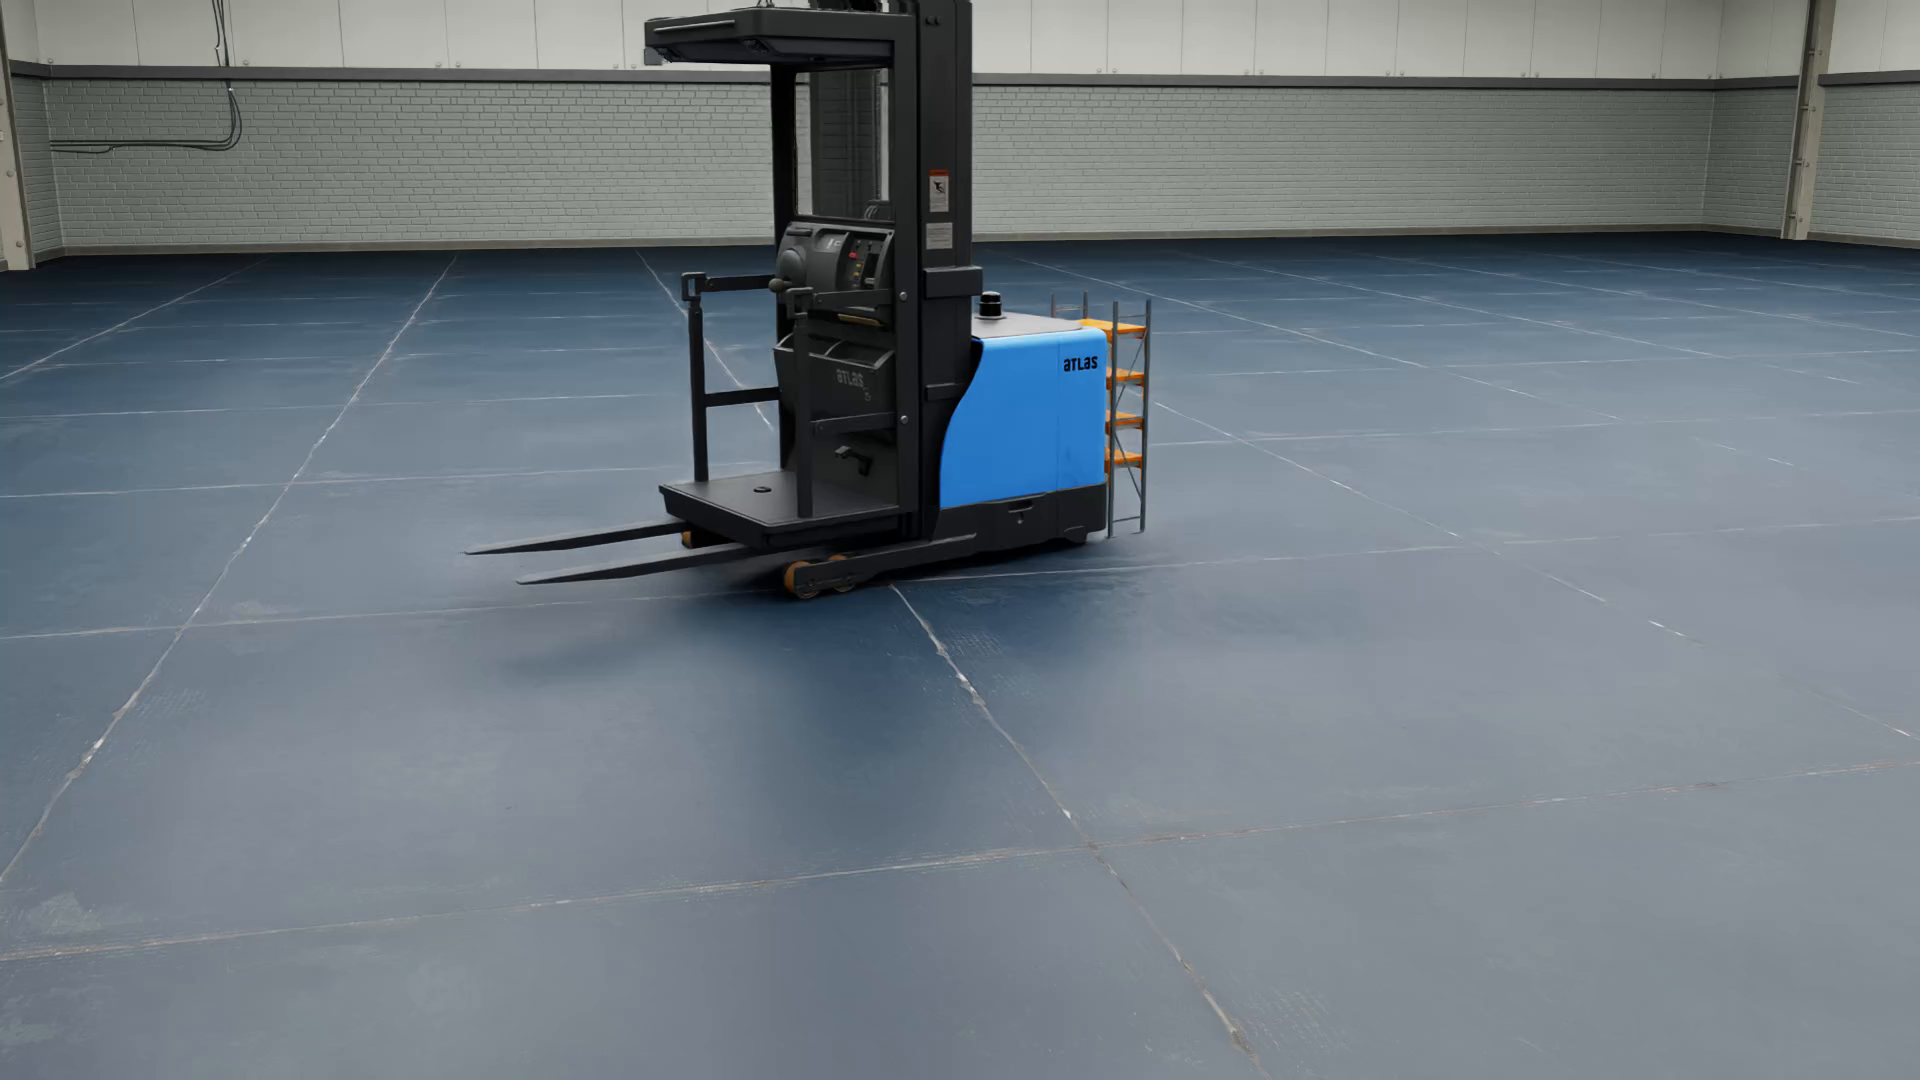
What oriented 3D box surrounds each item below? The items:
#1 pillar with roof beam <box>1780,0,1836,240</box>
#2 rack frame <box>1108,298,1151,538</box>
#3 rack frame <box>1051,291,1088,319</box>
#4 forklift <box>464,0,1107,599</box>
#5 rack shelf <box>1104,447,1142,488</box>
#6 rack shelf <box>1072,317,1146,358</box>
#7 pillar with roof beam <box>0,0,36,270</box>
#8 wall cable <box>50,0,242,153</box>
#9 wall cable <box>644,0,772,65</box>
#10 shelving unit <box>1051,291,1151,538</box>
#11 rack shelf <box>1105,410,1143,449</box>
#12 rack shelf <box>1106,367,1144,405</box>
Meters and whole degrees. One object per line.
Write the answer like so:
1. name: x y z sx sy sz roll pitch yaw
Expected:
1. pillar with roof beam: 12.128 -10.018 30.471 9.100 9.000 0.400 -3 14 -13
2. rack frame: 0.855 -0.609 8.391 0.240 1.200 0.015 -10 17 -35
3. rack frame: 0.570 -0.703 8.775 0.240 1.200 0.015 -10 17 -35
4. forklift: -0.755 -1.305 7.593 3.031 2.935 1.130 -10 17 -35
5. rack shelf: 0.712 -0.398 8.646 0.258 0.148 0.480 -10 17 -35
6. rack shelf: 0.713 -1.038 8.490 0.258 0.148 0.480 -10 17 -35
7. pillar with roof beam: -10.122 -8.742 25.249 9.100 9.000 0.400 -3 14 -13
8. wall cable: -13.713 -7.747 27.718 3.097 2.526 0.112 -3 14 -13
9. wall cable: -4.481 -11.433 29.097 2.305 6.003 0.169 -3 14 -13
10. shelving unit: 0.713 -0.656 8.583 0.258 1.200 0.503 -10 17 -35
11. rack shelf: 0.712 -0.591 8.599 0.258 0.148 0.480 -10 17 -35
12. rack shelf: 0.713 -0.808 8.546 0.258 0.148 0.480 -10 17 -35
